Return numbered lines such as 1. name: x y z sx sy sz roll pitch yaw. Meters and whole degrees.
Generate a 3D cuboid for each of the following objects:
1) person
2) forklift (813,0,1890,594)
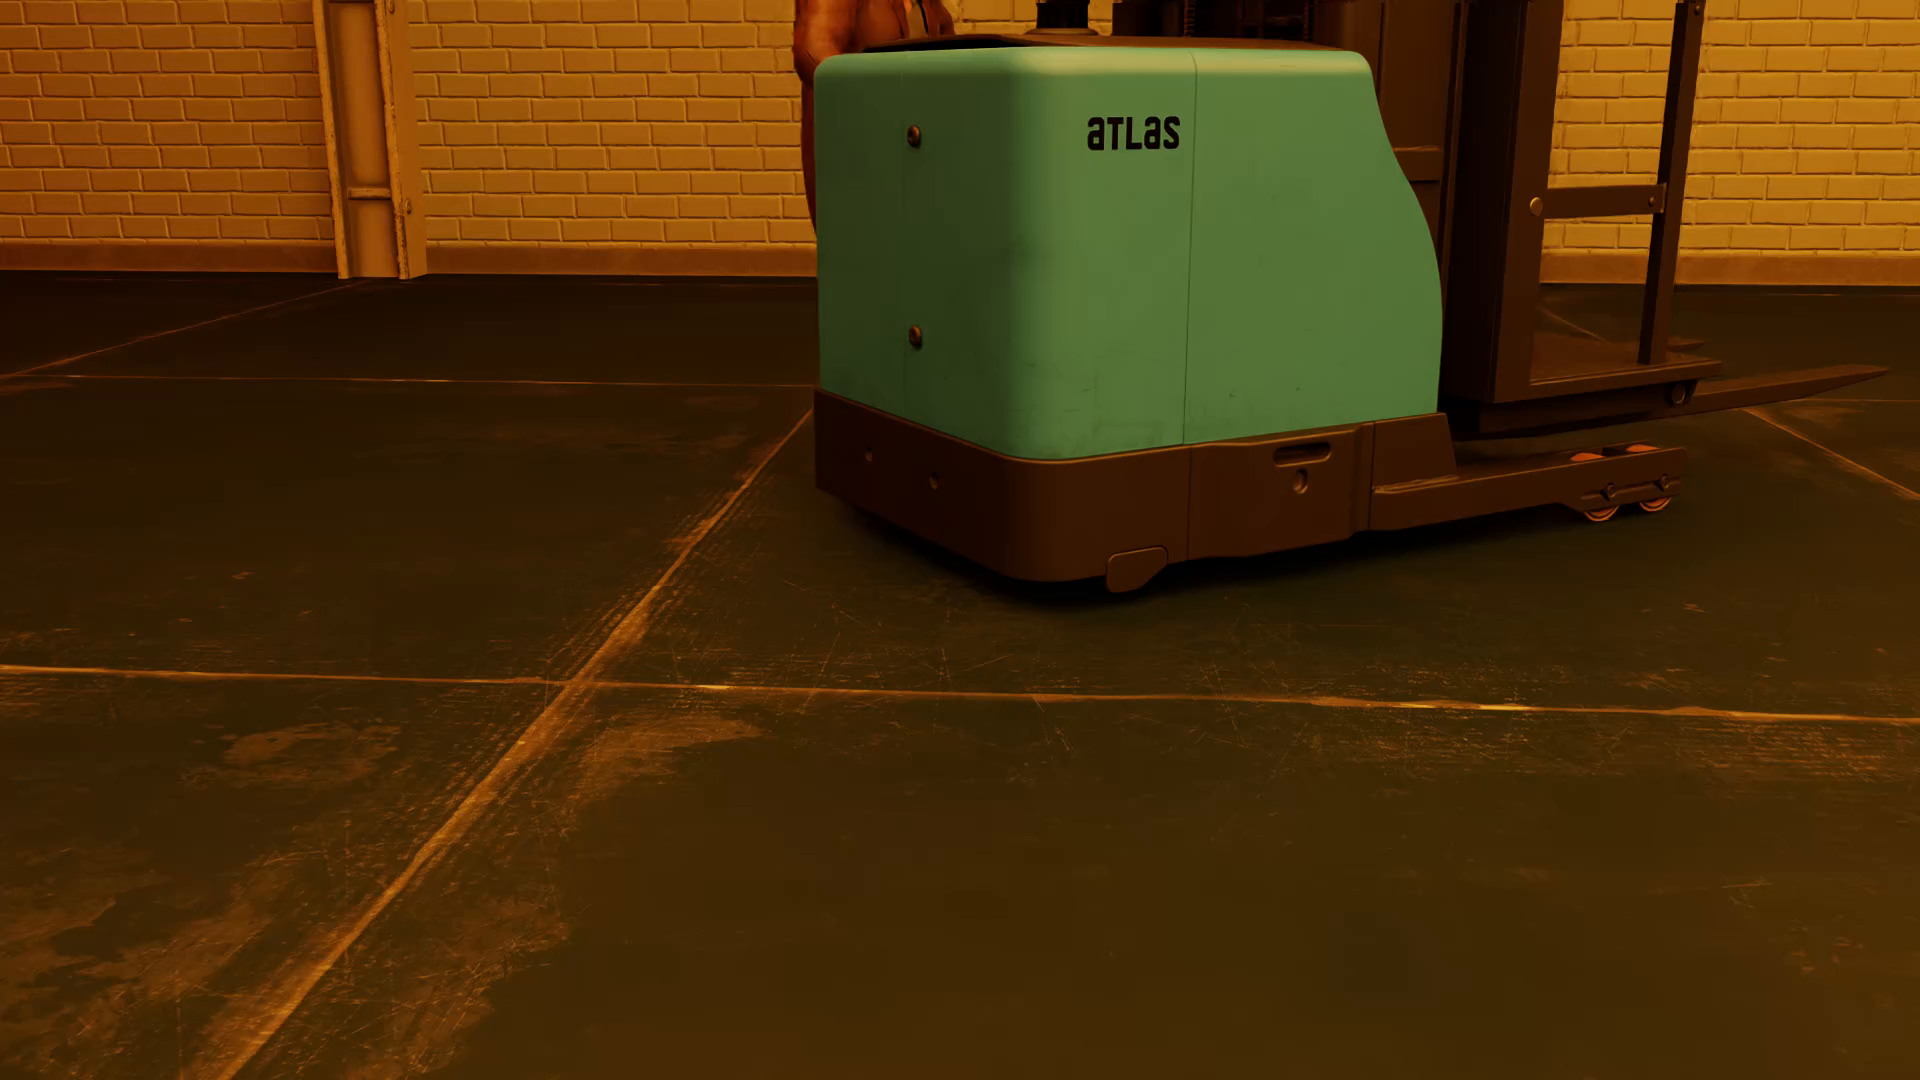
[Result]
1. person: 0.025 -0.922 4.324 0.904 1.557 0.862 6 16 21
2. forklift: 1.187 -1.568 3.995 3.031 2.935 1.130 -9 17 -29
